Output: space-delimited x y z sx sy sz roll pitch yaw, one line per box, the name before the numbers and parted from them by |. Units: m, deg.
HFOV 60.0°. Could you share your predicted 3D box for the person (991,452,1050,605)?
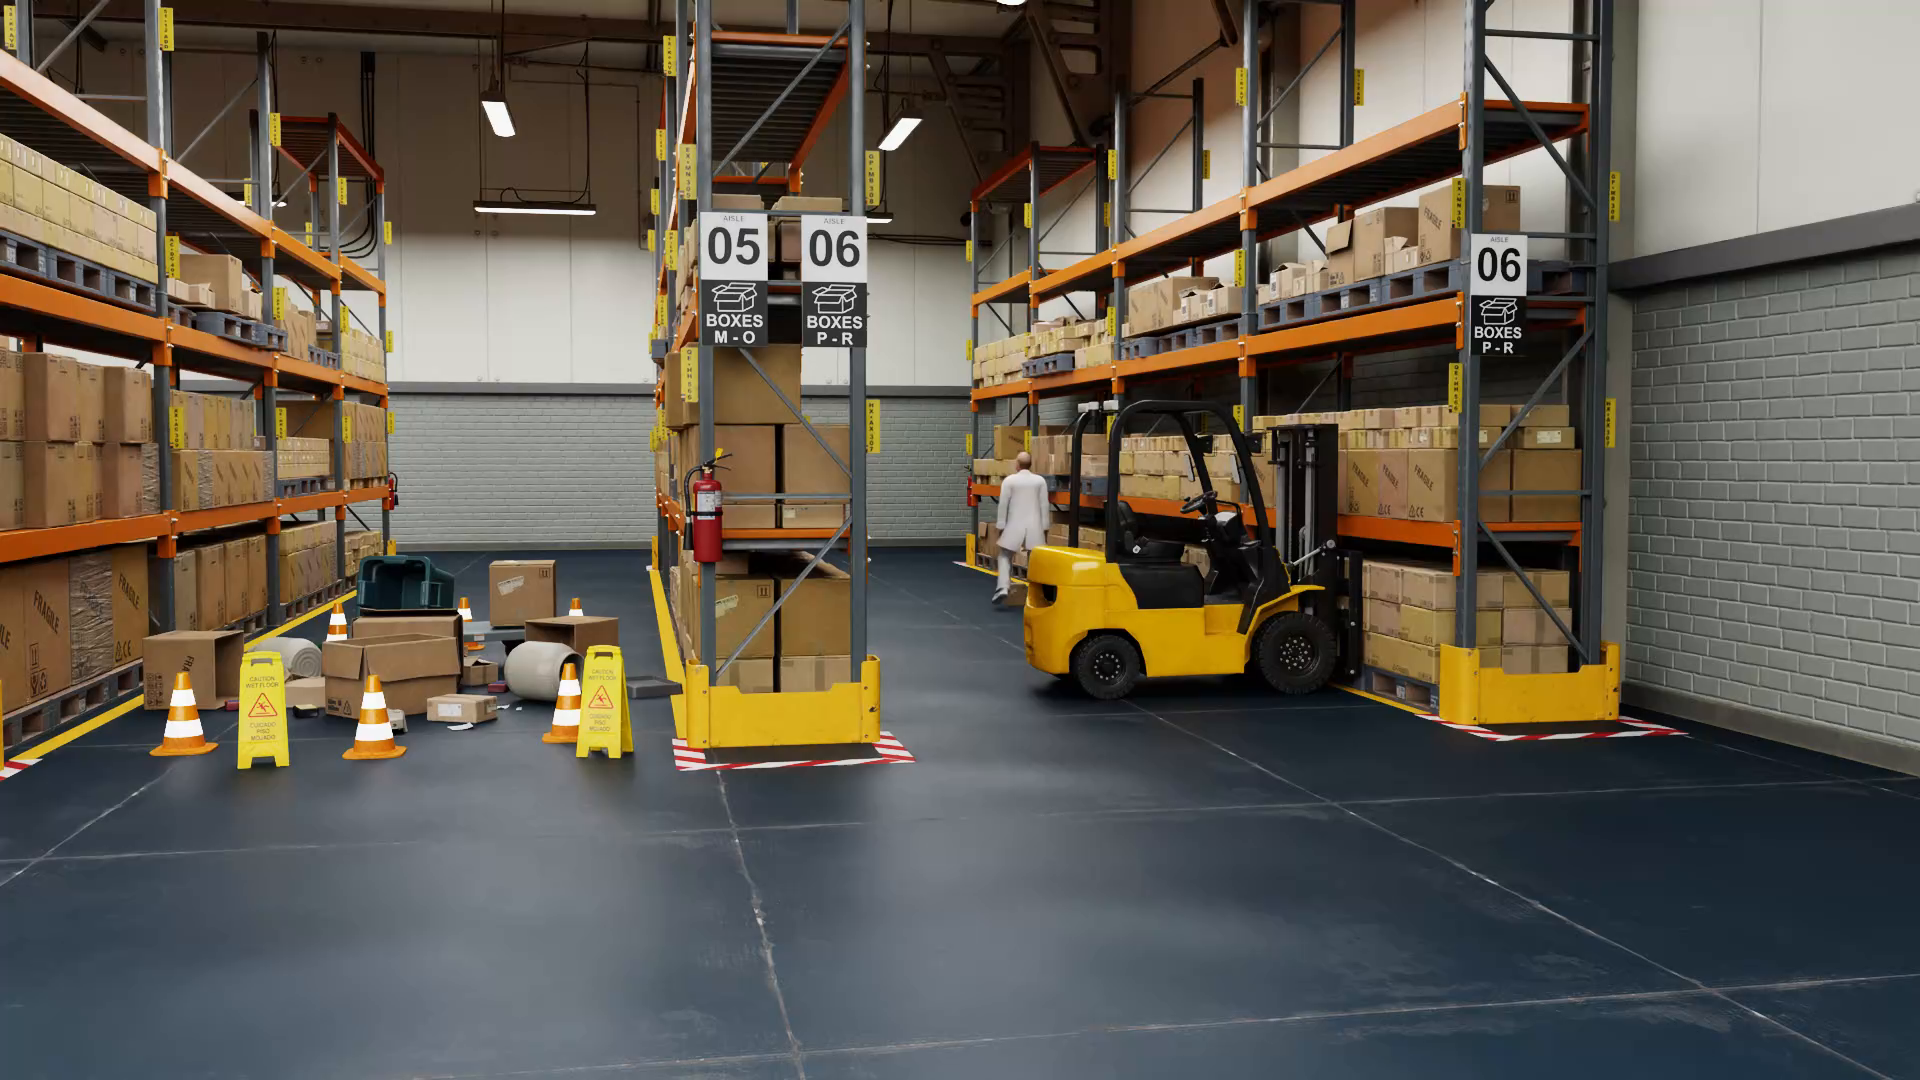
person | 0.707 -0.115 19.039 0.670 1.786 0.562 -1 3 -10
